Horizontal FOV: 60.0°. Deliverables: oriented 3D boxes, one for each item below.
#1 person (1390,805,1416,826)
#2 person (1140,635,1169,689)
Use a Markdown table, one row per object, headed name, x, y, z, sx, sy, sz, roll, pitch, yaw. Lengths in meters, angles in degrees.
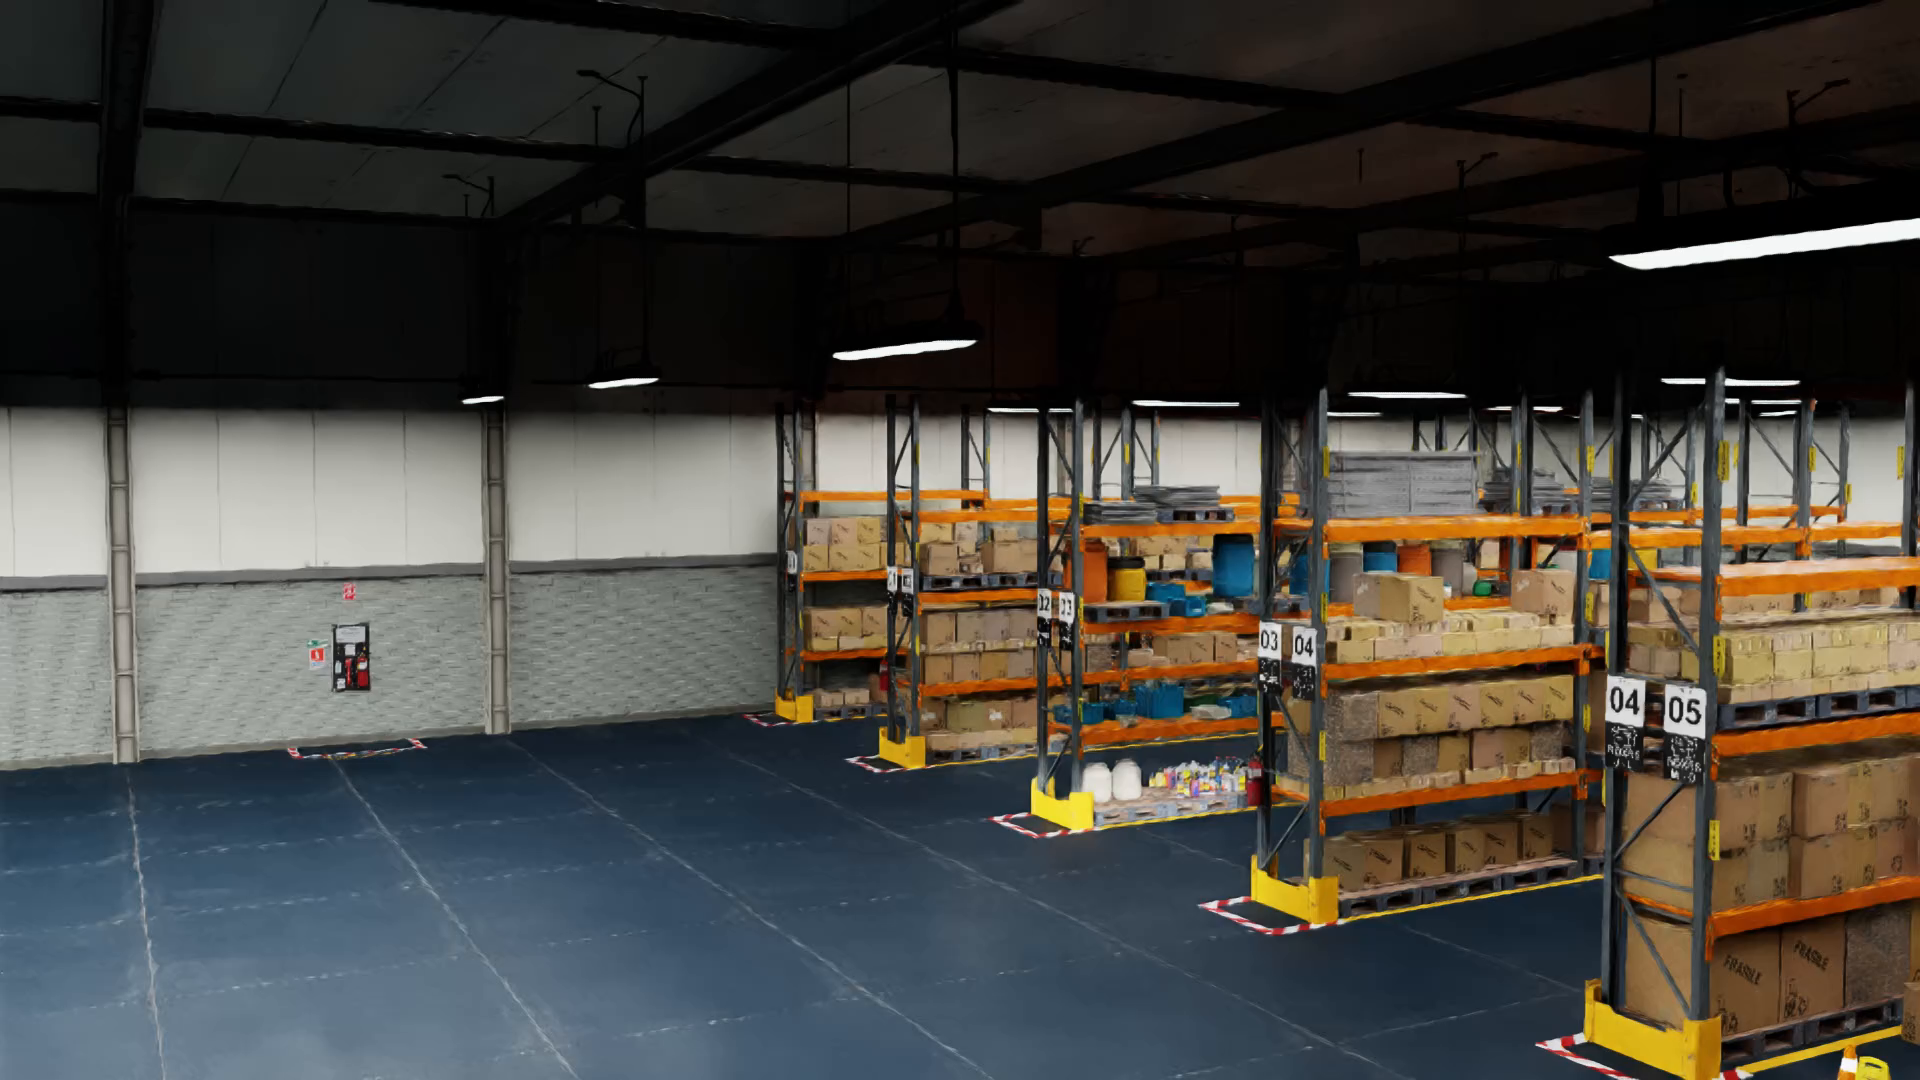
| name | x | y | z | sx | sy | sz | roll | pitch | yaw |
| --- | --- | --- | --- | --- | --- | --- | --- | --- | --- |
| person | 5.616 | 3.173 | 21.059 | 0.538 | 1.688 | 0.510 | 0 | 3 | -2 |
| person | 3.594 | 2.581 | 31.386 | 0.807 | 1.619 | 0.632 | -1 | 4 | -23 |
